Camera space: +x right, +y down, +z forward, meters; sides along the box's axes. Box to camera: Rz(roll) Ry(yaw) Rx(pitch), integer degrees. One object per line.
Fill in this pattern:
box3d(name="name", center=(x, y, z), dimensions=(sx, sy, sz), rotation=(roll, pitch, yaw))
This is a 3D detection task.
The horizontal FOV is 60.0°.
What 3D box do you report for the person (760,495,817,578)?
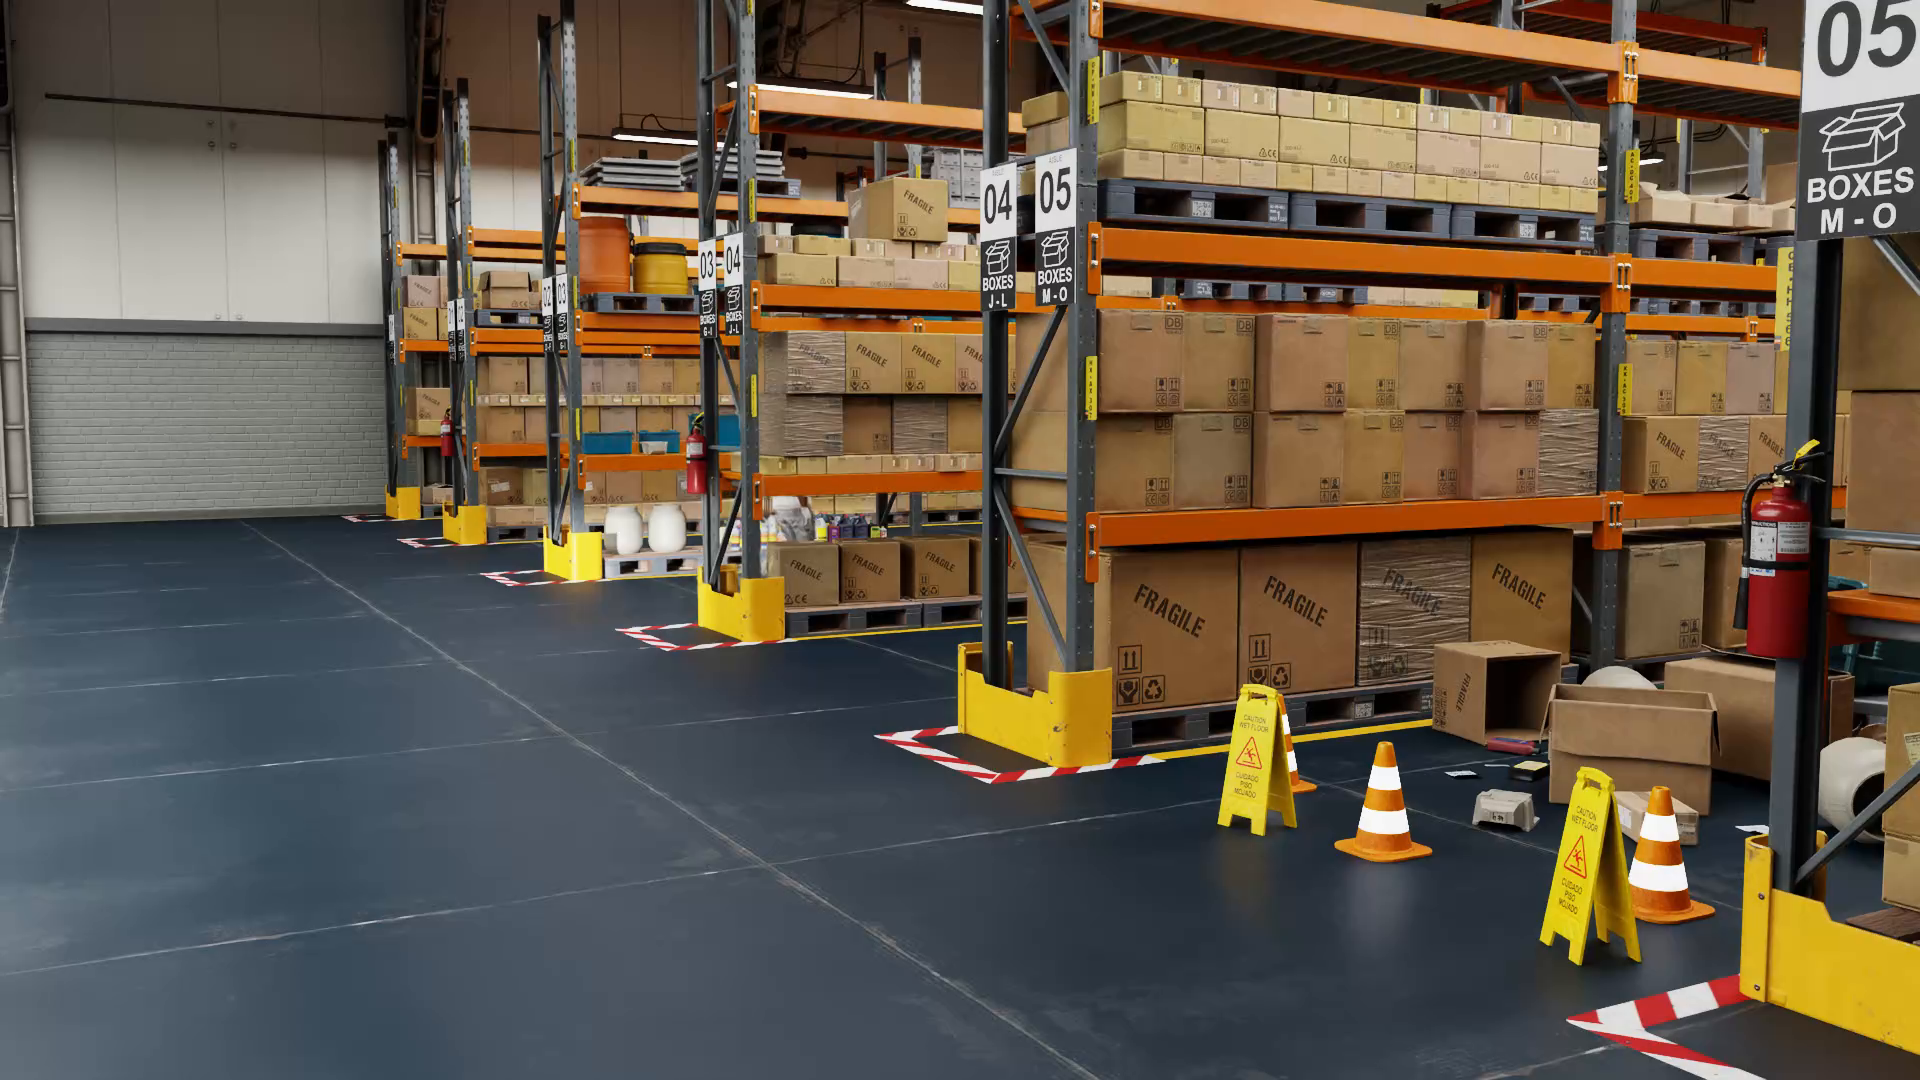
box3d(name="person", center=(-1.540, -0.293, 15.403), dimensions=(0.728, 1.765, 0.589), rotation=(-2, 6, -26))
